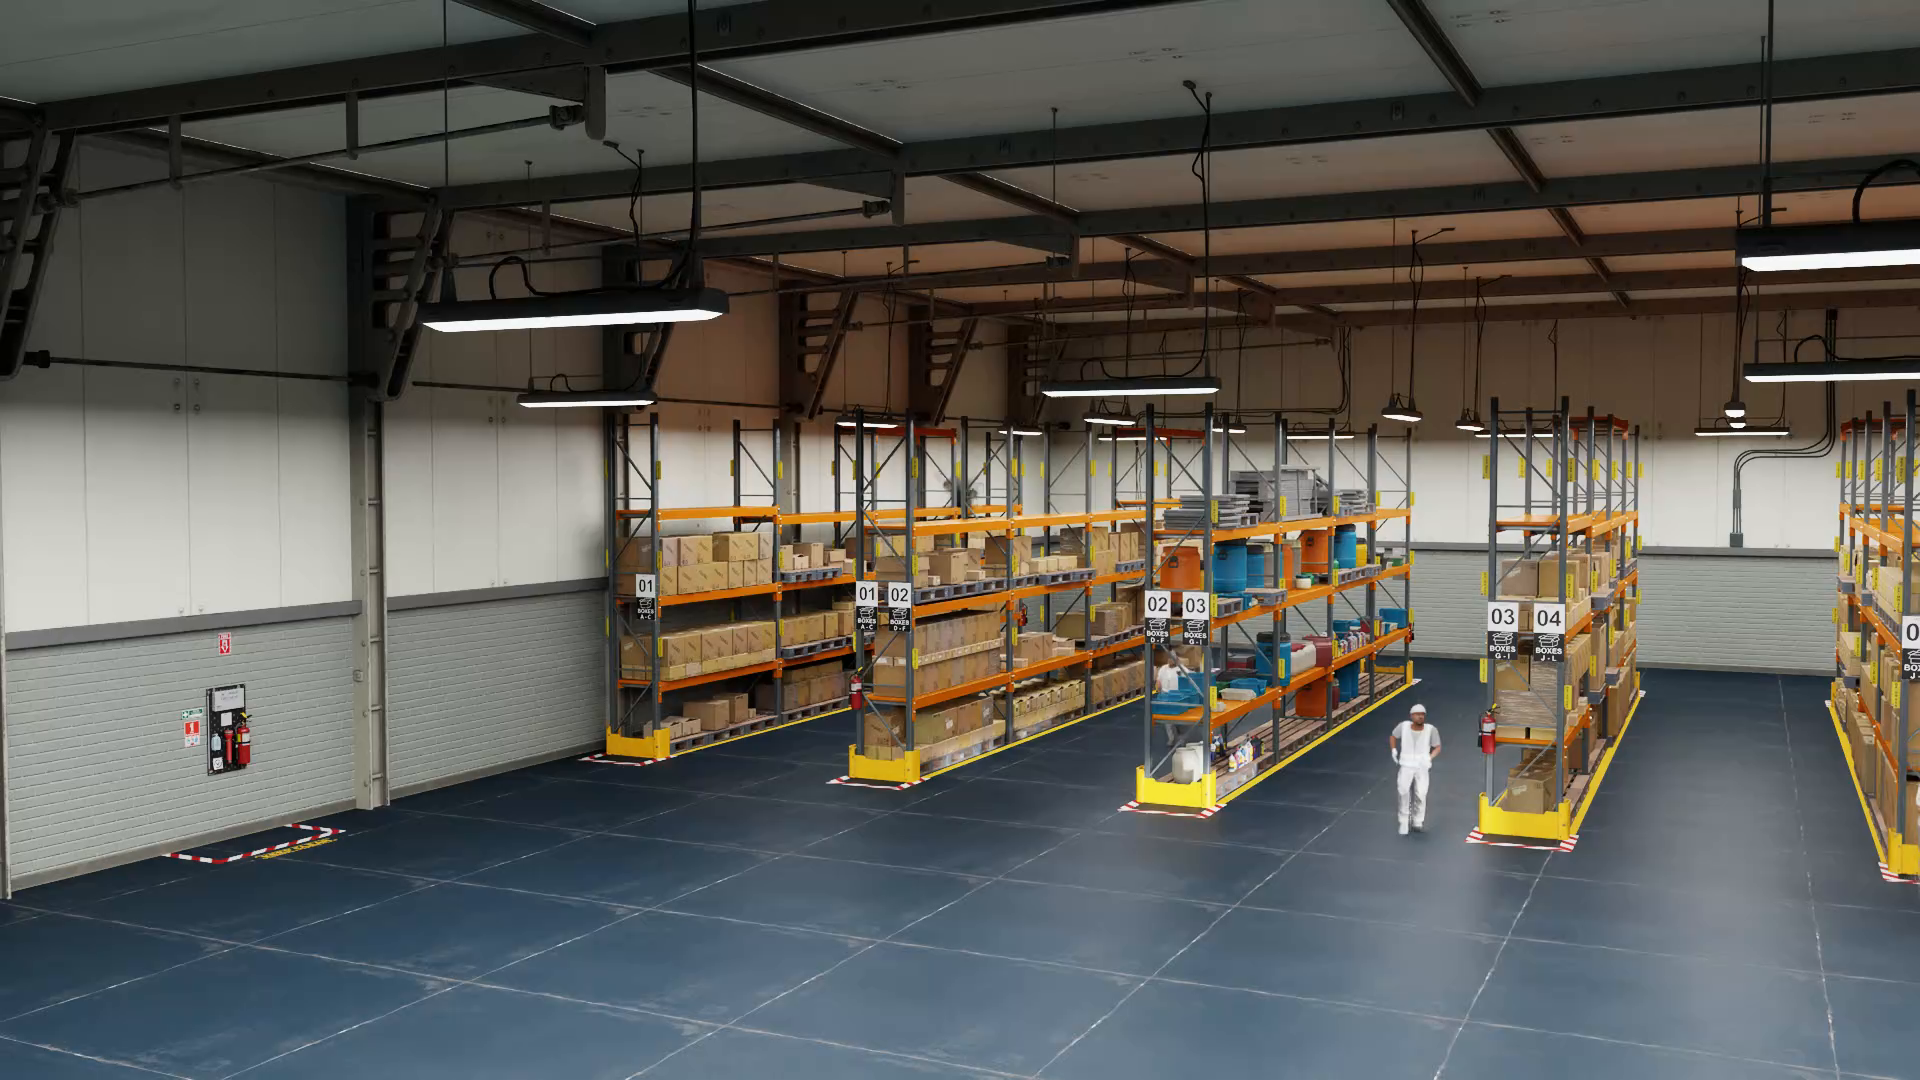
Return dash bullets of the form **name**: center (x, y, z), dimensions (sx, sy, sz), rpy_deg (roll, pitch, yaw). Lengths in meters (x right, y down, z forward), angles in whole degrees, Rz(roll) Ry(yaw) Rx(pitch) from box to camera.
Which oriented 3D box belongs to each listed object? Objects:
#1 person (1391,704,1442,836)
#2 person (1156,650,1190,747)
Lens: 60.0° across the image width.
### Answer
- **person**: center (6.285, 3.157, 22.952), dimensions (0.695, 1.800, 0.678), rpy_deg (1, 3, 18)
- **person**: center (3.814, 2.862, 30.030), dimensions (0.648, 1.760, 0.617), rpy_deg (1, 3, 27)
